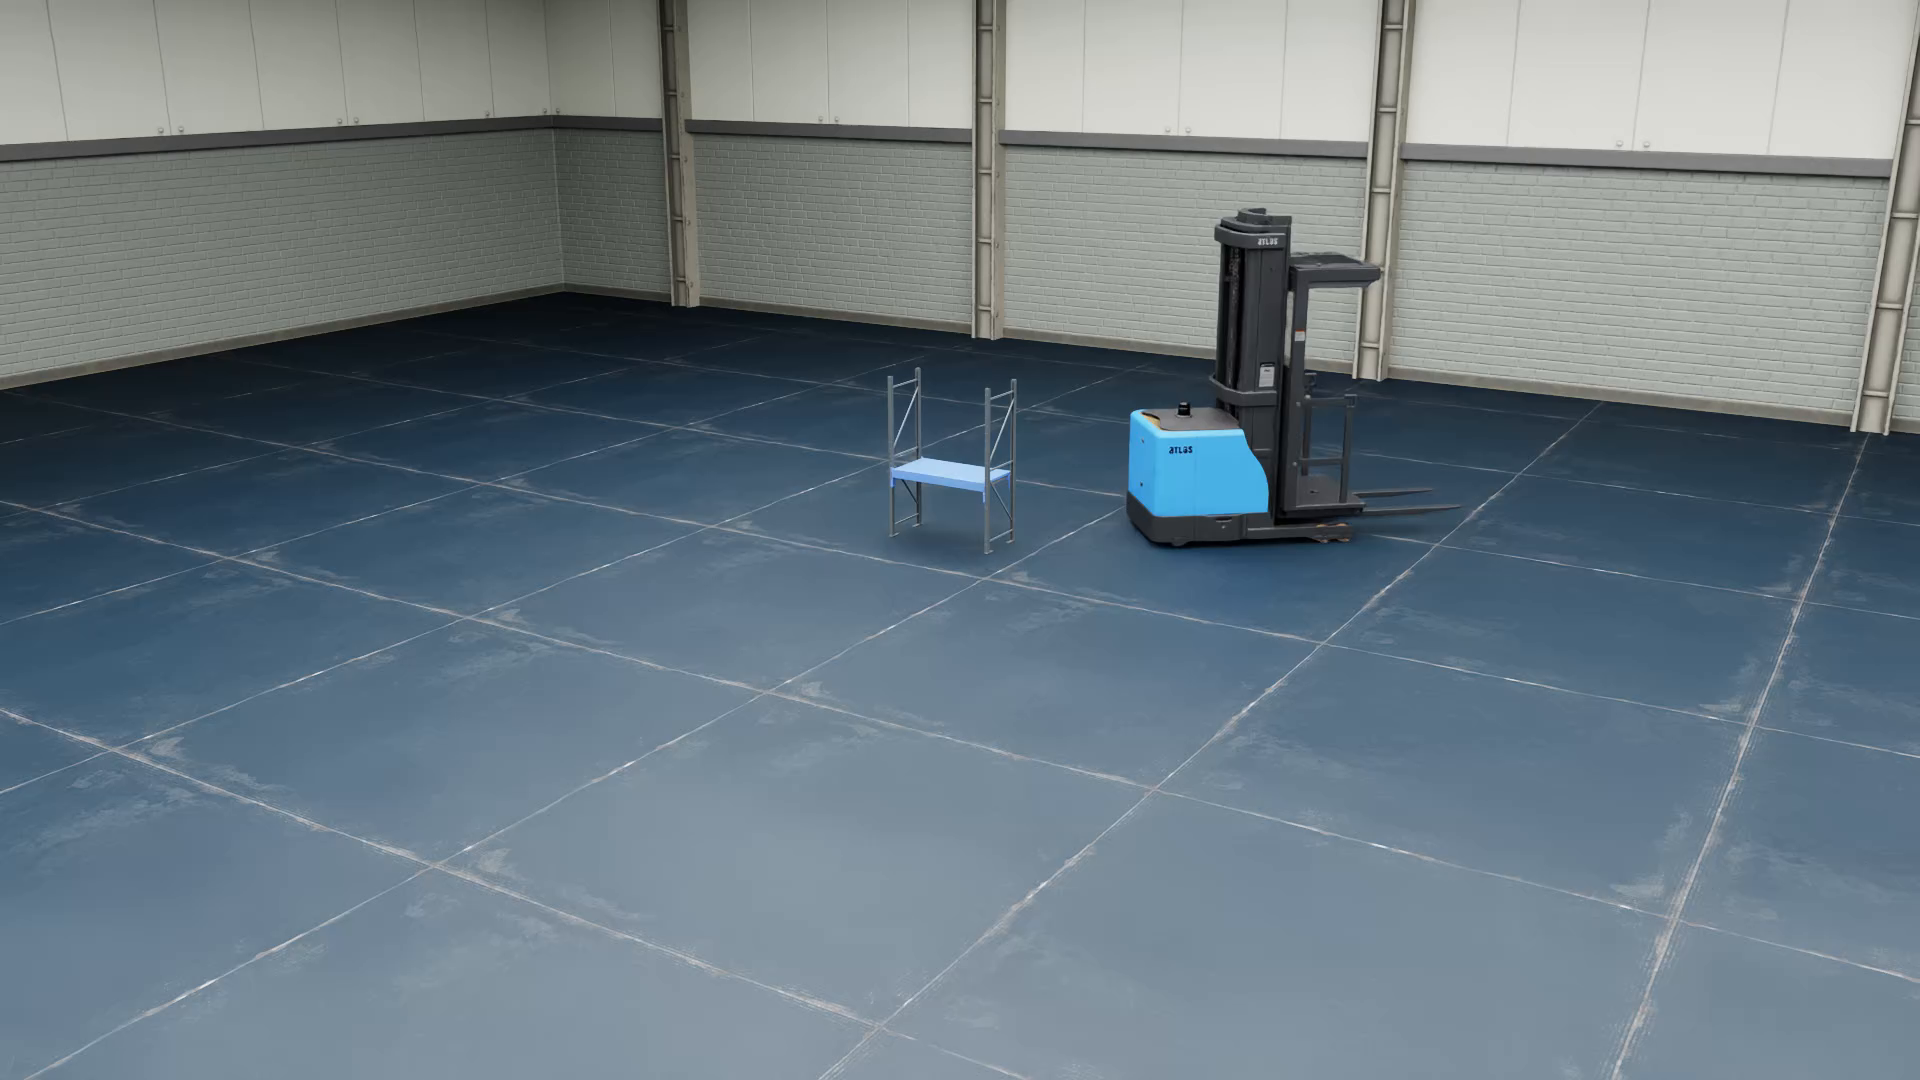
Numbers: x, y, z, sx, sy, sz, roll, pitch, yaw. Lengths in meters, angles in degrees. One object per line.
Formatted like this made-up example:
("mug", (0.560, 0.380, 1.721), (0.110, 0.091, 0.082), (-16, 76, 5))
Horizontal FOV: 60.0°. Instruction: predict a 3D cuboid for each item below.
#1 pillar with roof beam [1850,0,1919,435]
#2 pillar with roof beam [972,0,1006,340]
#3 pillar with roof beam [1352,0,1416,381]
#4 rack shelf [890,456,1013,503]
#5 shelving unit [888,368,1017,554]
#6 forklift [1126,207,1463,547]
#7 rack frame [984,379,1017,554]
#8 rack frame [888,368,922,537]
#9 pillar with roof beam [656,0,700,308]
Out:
("pillar with roof beam", (8.396, -4.517, 14.638), (0.400, 9.000, 9.100), (10, 20, 30))
("pillar with roof beam", (-1.829, -6.343, 20.647), (0.400, 9.000, 9.100), (10, 20, 30))
("pillar with roof beam", (3.284, -5.430, 17.643), (0.400, 9.000, 9.100), (10, 20, 30))
("rack shelf", (-0.073, -0.558, 15.127), (1.000, 0.185, 0.538), (10, 20, 30))
("shelving unit", (-0.073, -0.731, 15.075), (1.048, 1.500, 0.538), (10, 20, 30))
("forklift", (3.144, -1.526, 15.229), (3.031, 2.935, 1.130), (-3, 17, -9))
("rack frame", (0.360, -0.653, 14.820), (0.032, 1.500, 0.500), (10, 20, 30))
("rack frame", (-0.506, -0.808, 15.329), (0.032, 1.500, 0.500), (10, 20, 30))
("pillar with roof beam", (-6.942, -7.255, 23.652), (0.400, 9.000, 9.100), (10, 20, 30))
